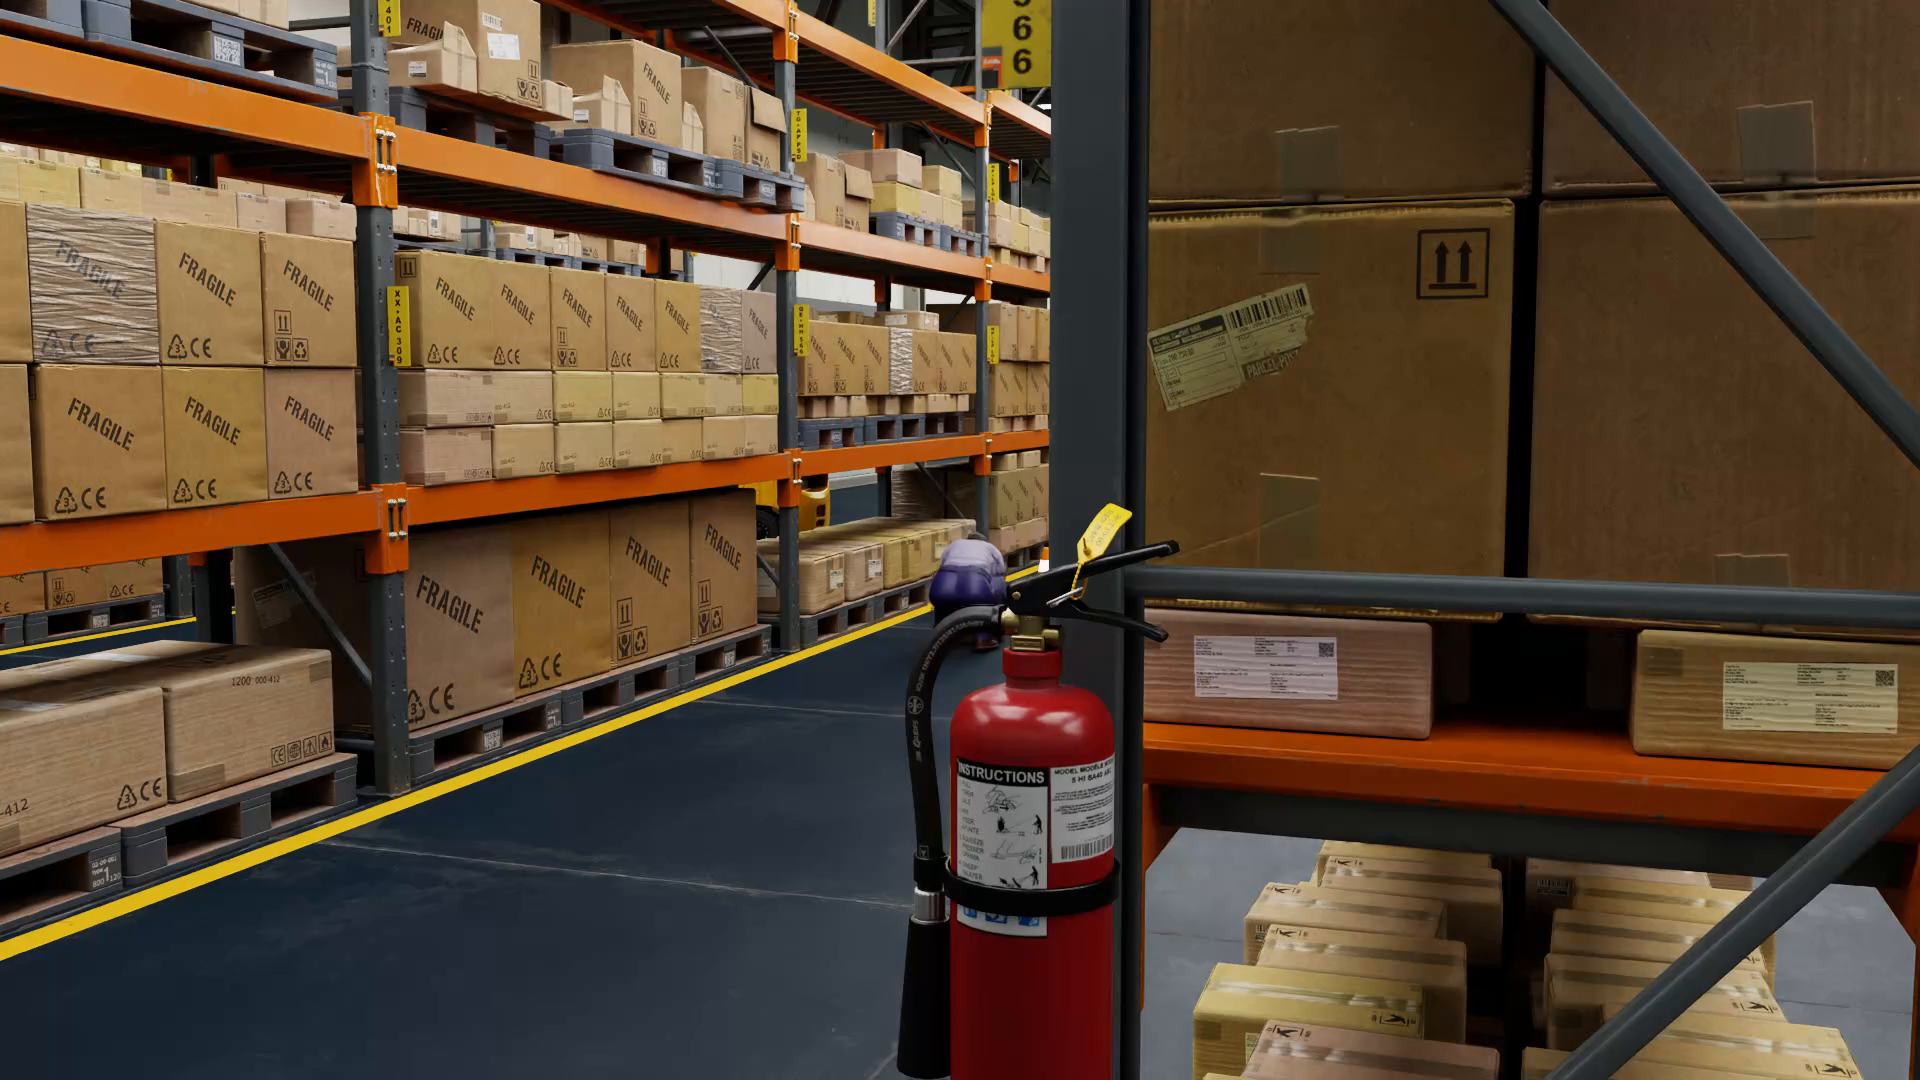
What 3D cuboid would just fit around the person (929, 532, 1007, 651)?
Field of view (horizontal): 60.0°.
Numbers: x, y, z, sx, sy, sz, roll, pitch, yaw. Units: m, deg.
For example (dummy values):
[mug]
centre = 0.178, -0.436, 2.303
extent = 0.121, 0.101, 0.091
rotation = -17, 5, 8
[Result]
[person]
centre = 0.063, 0.360, 11.034
extent = 0.507, 0.786, 0.864
rotation = 1, 6, 15
